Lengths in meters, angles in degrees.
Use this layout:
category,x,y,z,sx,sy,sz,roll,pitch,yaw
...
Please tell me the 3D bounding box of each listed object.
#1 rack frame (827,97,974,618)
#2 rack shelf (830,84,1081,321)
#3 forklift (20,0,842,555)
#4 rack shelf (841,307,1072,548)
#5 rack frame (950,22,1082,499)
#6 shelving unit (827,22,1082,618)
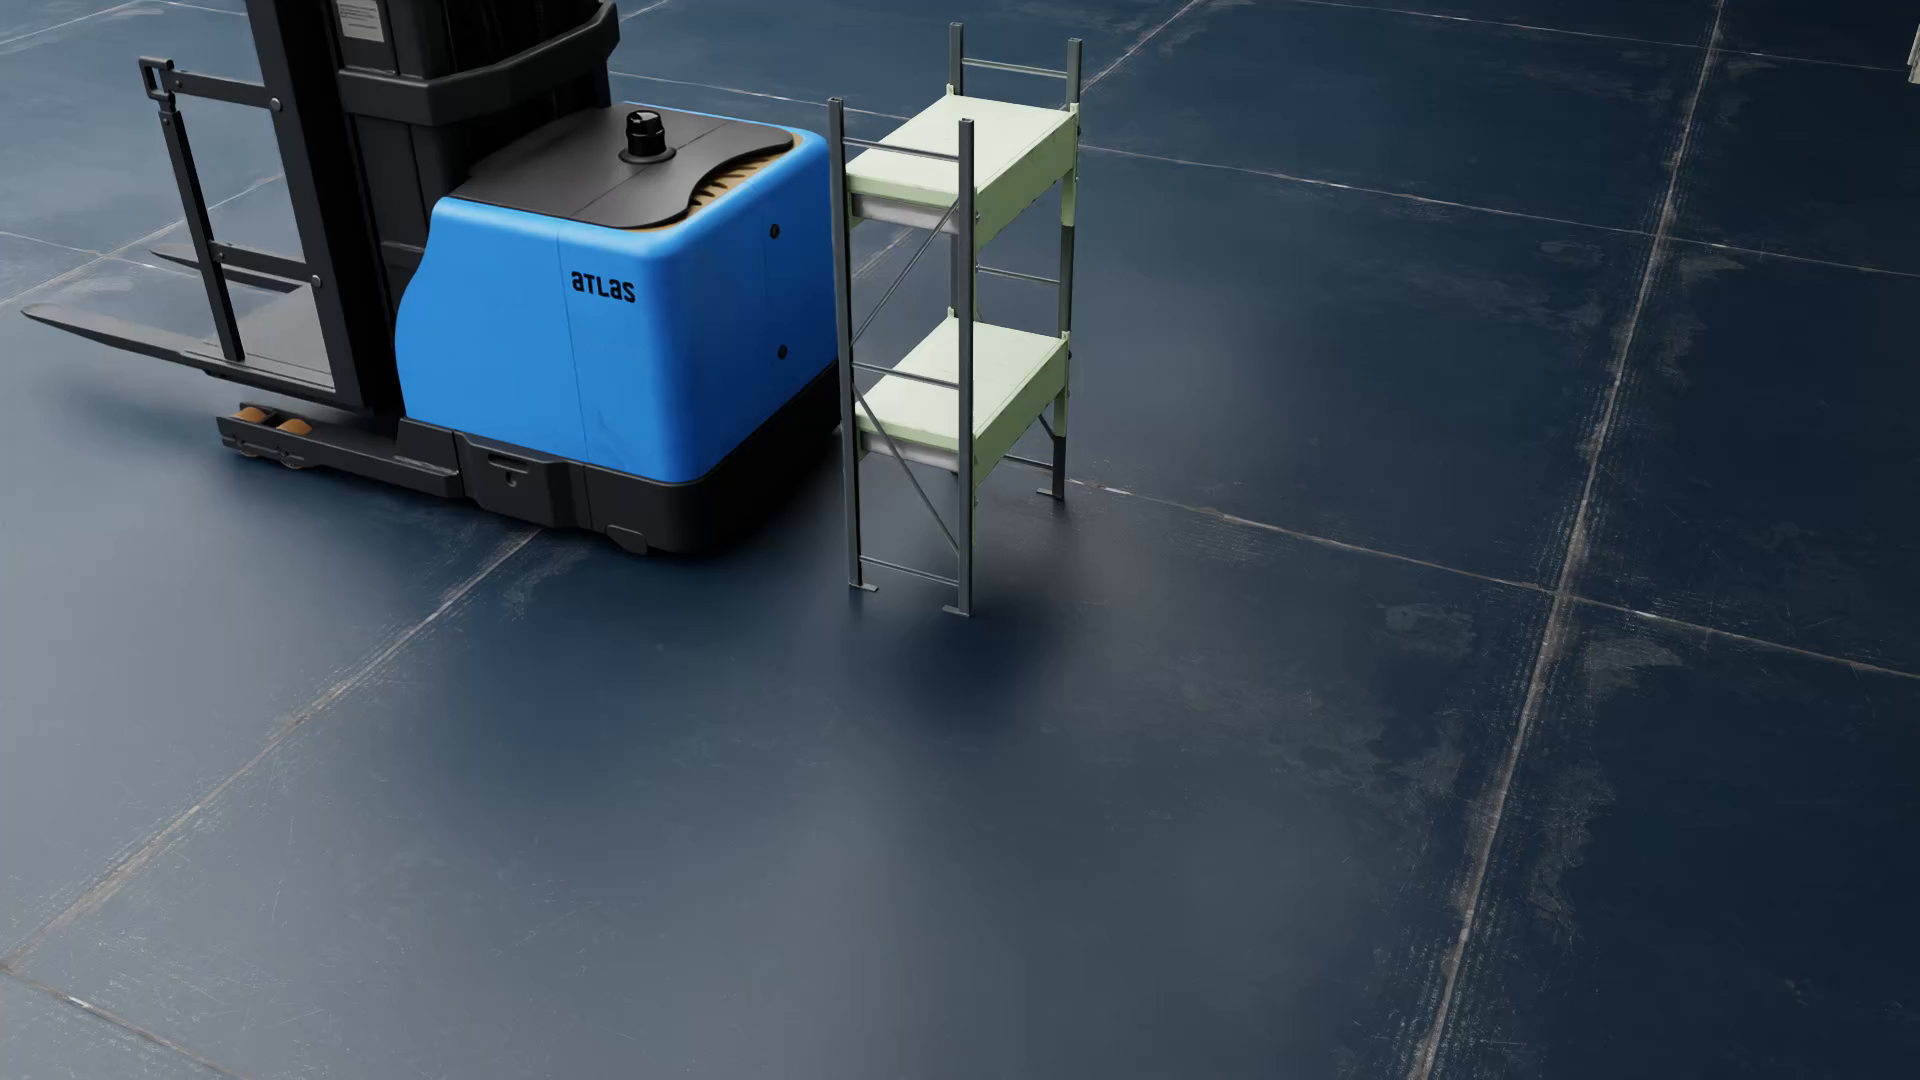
category,x,y,z,sx,sy,sz,roll,pitch,yaw
rack frame,-0.150,-0.448,4.566,0.400,1.500,0.023,14,36,20
rack shelf,0.003,-0.957,4.630,0.431,0.370,0.720,14,36,20
forklift,-1.955,-1.712,5.188,3.031,2.935,1.130,14,36,20
rack shelf,0.003,-0.358,5.023,0.431,0.370,0.720,14,36,20
rack frame,0.156,-0.813,5.122,0.400,1.500,0.023,14,36,20
shelving unit,0.003,-0.631,4.844,0.431,1.500,0.755,14,36,20
